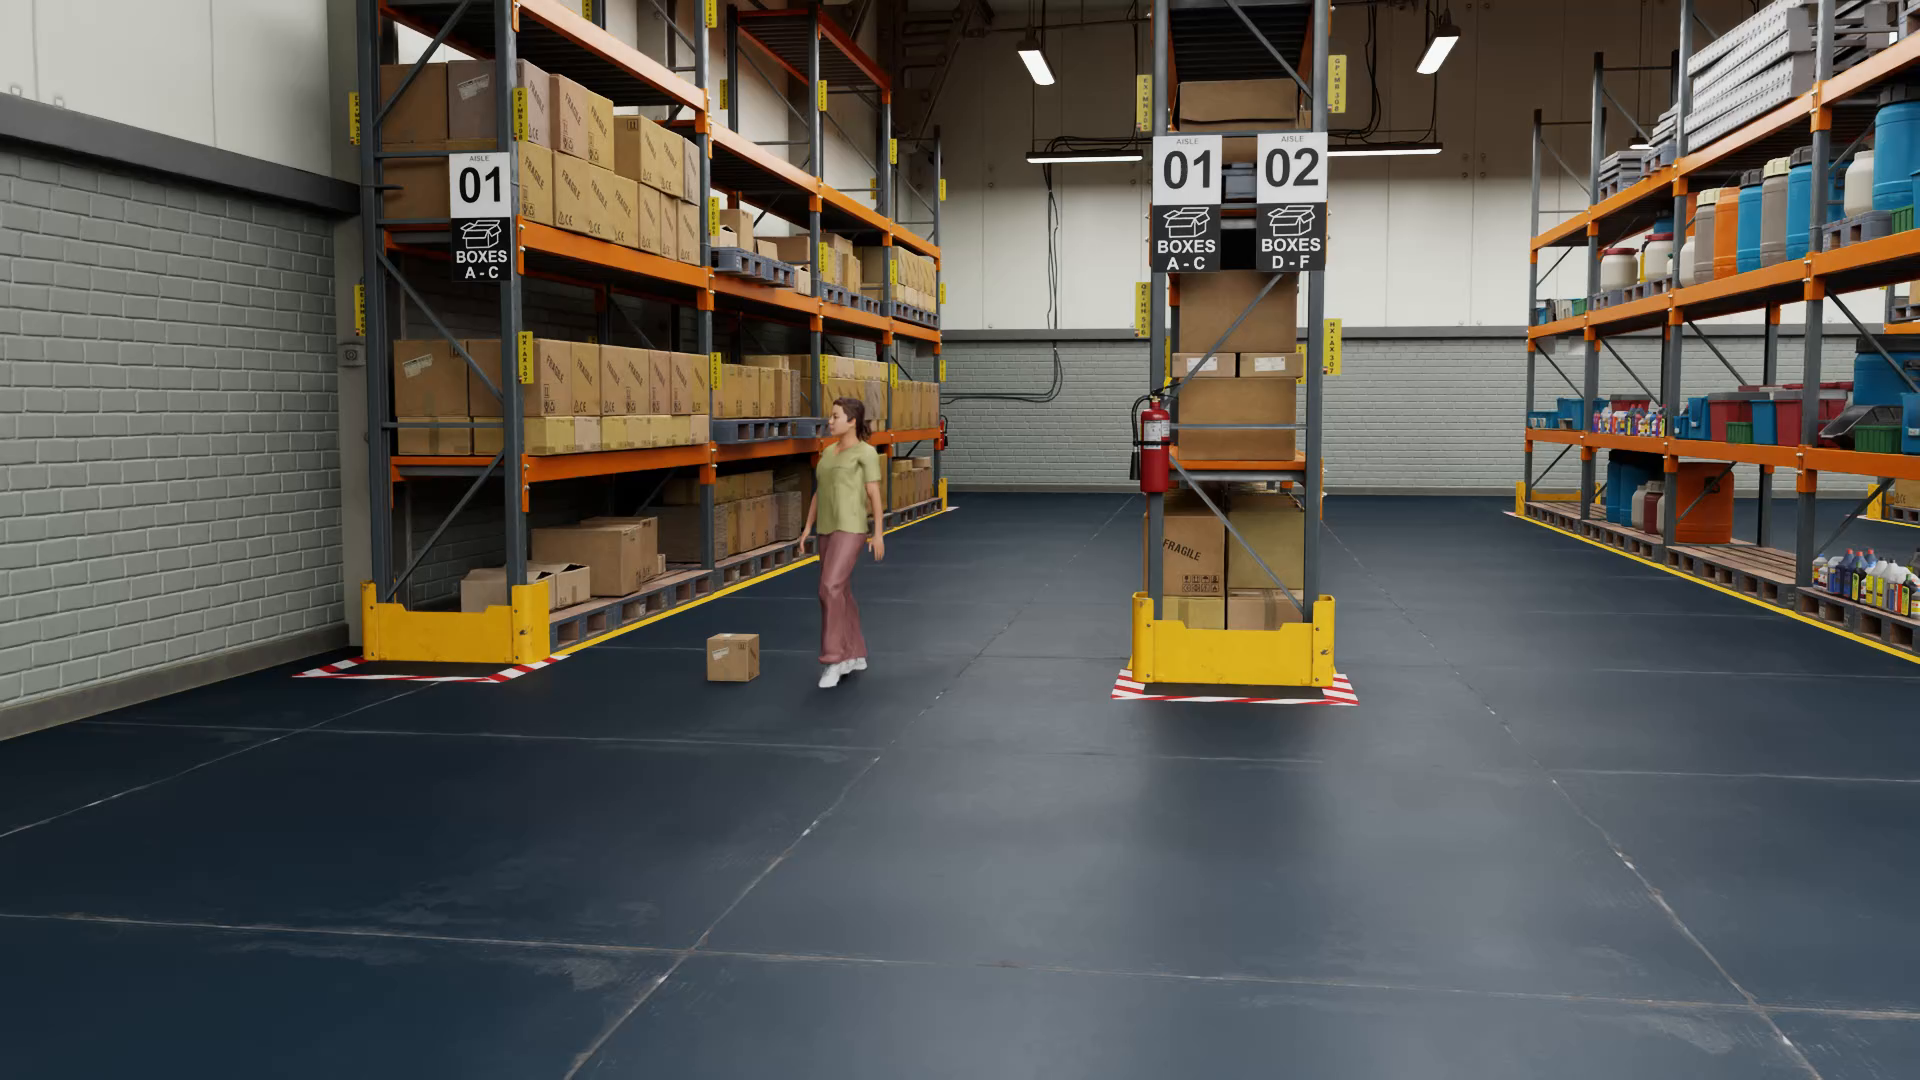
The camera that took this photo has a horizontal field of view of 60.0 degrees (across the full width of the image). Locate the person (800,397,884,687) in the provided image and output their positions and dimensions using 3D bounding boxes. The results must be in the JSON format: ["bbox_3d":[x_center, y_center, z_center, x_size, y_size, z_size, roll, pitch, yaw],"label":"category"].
[{"bbox_3d":[-0.743,0.005,9.890,0.489,1.710,0.529,5,6,45],"label":"person"}]
